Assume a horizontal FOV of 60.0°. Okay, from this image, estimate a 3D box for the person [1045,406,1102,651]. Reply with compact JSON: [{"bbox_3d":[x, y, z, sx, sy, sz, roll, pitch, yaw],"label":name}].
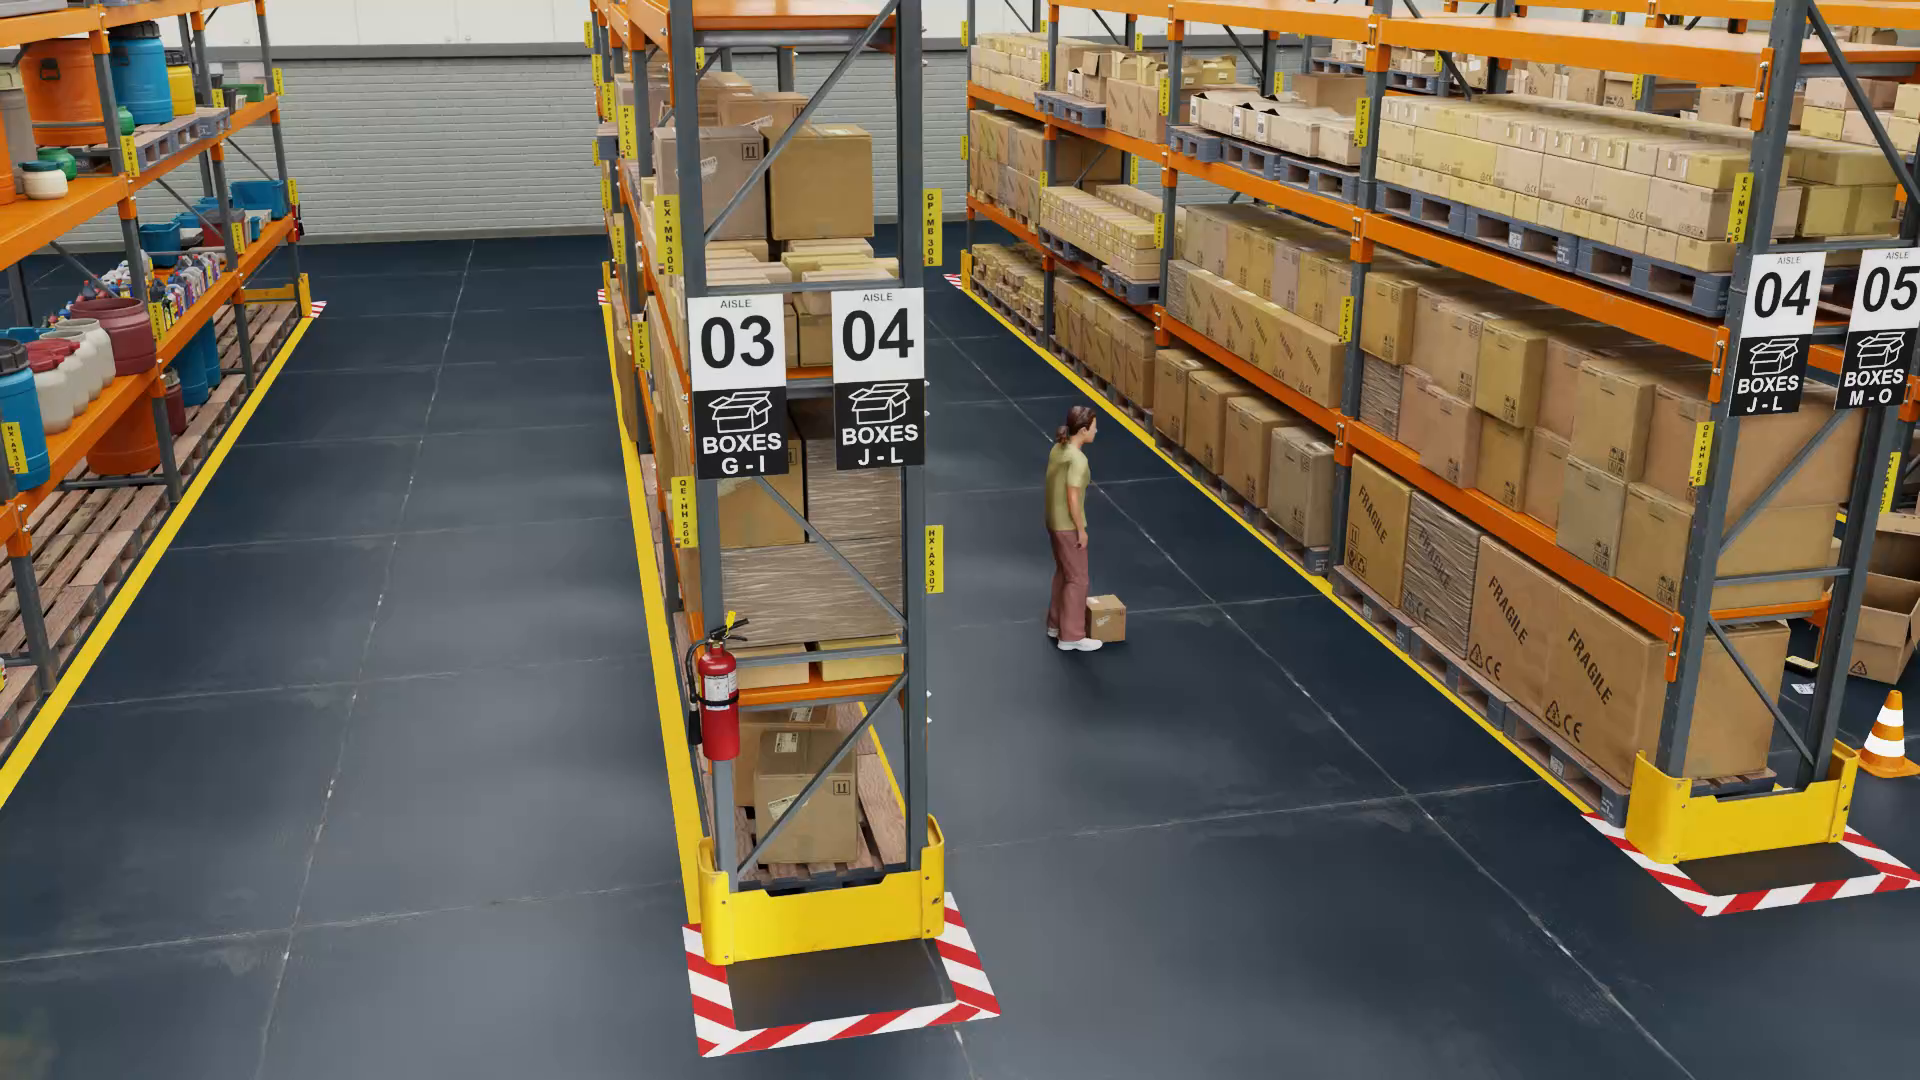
[{"bbox_3d":[0.759,-0.096,11.340,0.353,1.673,0.502,-5,20,-13],"label":"person"}]
